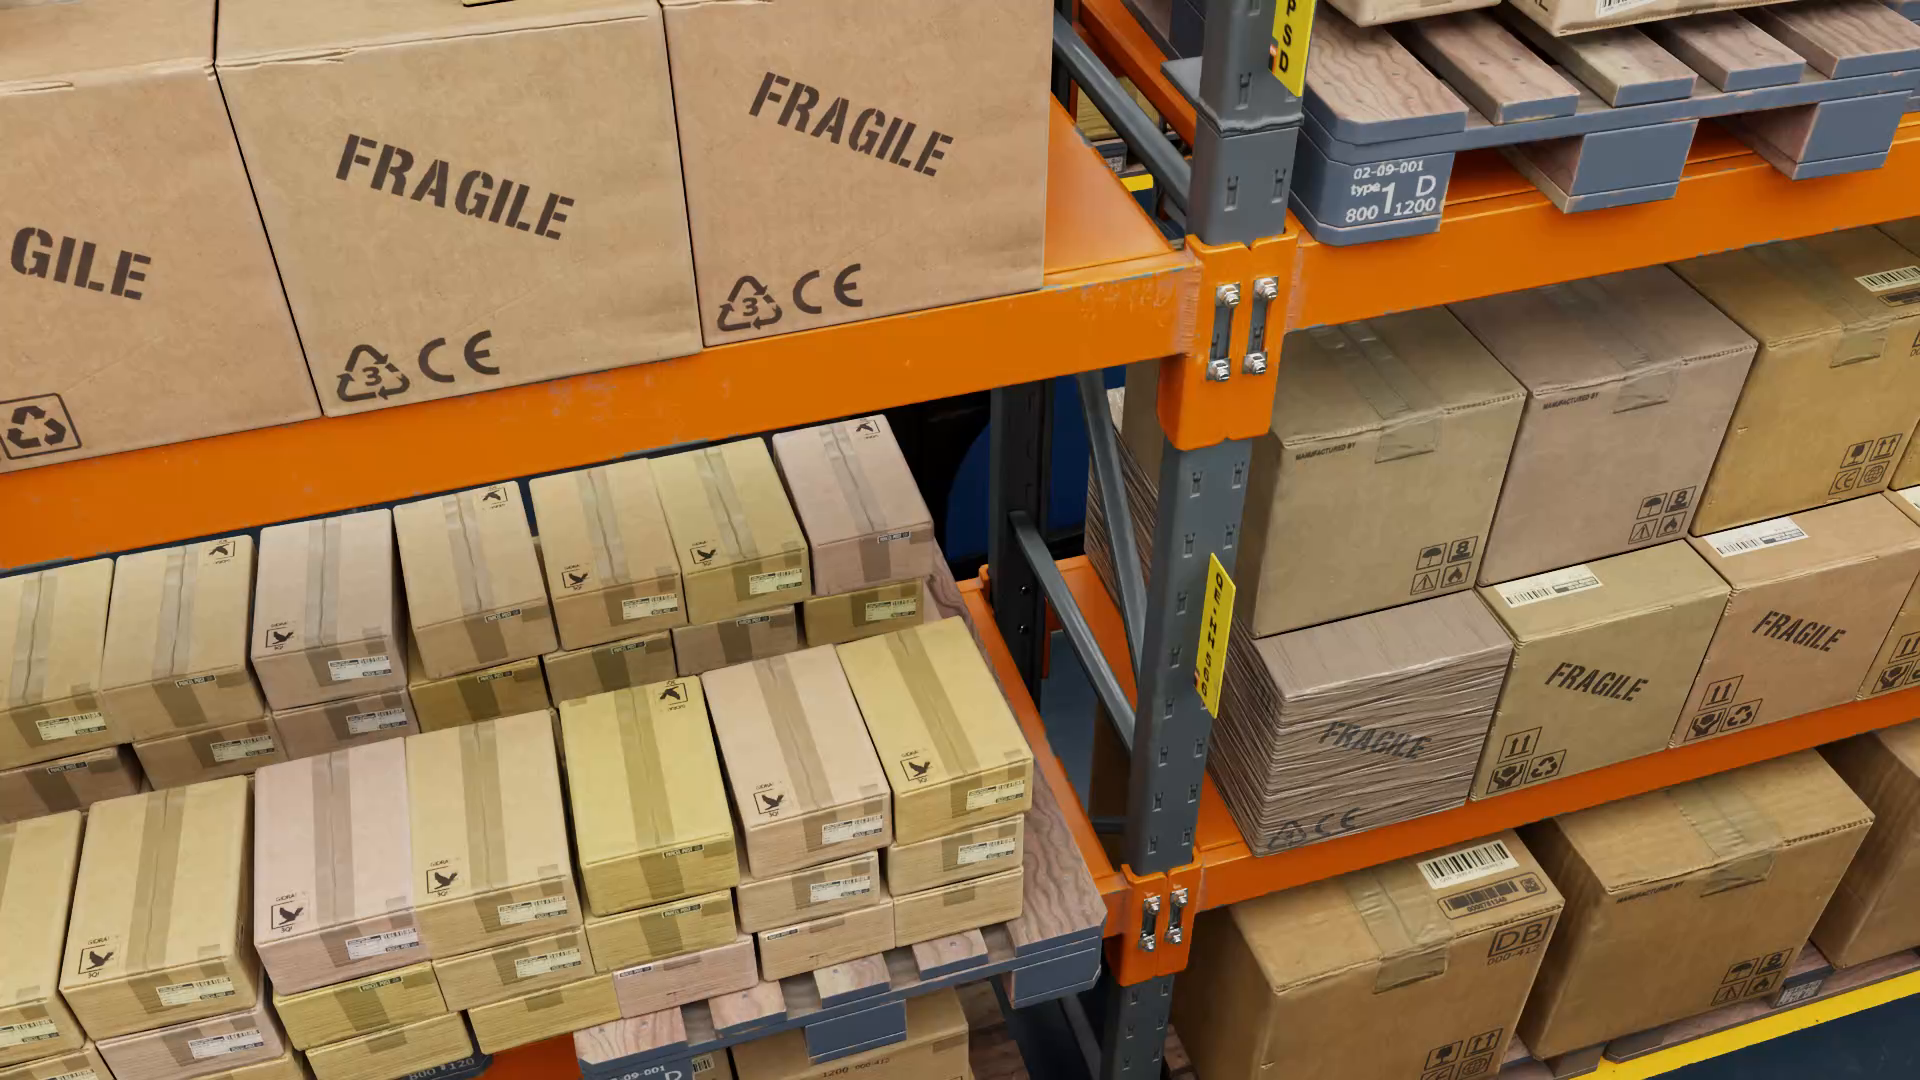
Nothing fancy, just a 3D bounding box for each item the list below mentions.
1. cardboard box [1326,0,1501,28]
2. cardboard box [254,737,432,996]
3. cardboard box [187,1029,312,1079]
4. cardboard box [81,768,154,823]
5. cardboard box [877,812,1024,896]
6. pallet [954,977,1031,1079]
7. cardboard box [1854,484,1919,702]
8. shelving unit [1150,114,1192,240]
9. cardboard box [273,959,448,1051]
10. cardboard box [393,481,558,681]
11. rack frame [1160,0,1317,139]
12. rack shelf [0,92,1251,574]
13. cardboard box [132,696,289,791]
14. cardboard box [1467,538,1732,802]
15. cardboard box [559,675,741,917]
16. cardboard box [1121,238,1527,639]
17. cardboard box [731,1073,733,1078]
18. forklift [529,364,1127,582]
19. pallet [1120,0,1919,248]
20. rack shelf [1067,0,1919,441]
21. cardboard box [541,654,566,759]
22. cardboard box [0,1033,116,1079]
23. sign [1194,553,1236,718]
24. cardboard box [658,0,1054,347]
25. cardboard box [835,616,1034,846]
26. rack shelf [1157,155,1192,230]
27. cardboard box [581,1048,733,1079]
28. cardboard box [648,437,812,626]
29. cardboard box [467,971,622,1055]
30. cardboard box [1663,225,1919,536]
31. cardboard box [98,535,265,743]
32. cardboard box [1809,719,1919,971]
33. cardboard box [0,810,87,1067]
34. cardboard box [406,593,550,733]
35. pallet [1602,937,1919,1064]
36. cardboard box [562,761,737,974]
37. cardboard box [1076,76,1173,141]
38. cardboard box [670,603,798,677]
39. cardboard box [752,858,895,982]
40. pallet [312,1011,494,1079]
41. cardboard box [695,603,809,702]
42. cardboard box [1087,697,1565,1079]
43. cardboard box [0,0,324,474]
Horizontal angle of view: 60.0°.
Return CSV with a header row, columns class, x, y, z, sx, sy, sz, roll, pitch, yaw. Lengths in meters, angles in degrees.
class,x,y,z,sx,sy,sz,roll,pitch,yaw
cardboard box,0.644,-0.957,2.581,0.250,0.149,0.380,-13,43,-15
cardboard box,-1.028,0.536,2.776,0.250,0.149,0.380,-12,42,-13
cardboard box,-1.280,0.812,2.912,0.250,0.149,0.380,-10,42,-12
cardboard box,-1.723,0.452,3.325,0.250,0.149,0.380,-13,43,-14
cardboard box,-0.057,0.448,3.103,0.250,0.149,0.380,-11,42,-12
pallet,-0.469,1.443,4.437,1.213,0.211,1.003,-12,42,-13
cardboard box,2.228,-0.016,3.912,0.500,0.500,0.500,-12,43,-14
shelving unit,0.993,-1.110,5.922,0.503,2.100,0.431,-16,44,-18
cardboard box,-1.038,0.652,2.870,0.250,0.149,0.380,-12,43,-13
cardboard box,-0.965,0.074,3.305,0.250,0.149,0.380,-13,43,-15
rack frame,0.277,-2.019,1.722,0.127,3.000,1.000,-12,42,-13
rack shelf,-1.630,-0.224,2.493,4.000,0.370,1.077,-12,42,-13
cardboard box,-1.472,0.289,3.285,0.250,0.149,0.380,-12,43,-13
cardboard box,1.271,0.181,3.687,0.500,0.500,0.500,-12,43,-13
cardboard box,-0.543,0.437,2.890,0.250,0.149,0.380,-10,42,-12
cardboard box,0.708,-0.257,3.428,0.500,0.500,0.700,-12,43,-13
cardboard box,-0.768,1.417,3.928,0.500,0.500,0.500,-10,42,-11
forklift,-0.668,-0.984,5.148,3.031,2.935,1.130,-16,44,-18
pallet,0.875,-0.979,2.955,1.003,0.211,1.213,-10,42,-11
rack shelf,2.185,-1.014,3.398,4.000,0.370,1.077,-12,42,-13
cardboard box,-0.980,0.299,3.500,0.250,0.149,0.380,-10,42,-11
cardboard box,-1.533,0.755,2.751,0.250,0.149,0.380,-13,43,-14
sign,0.449,0.172,2.953,0.005,0.325,0.100,-12,42,-13
cardboard box,-0.191,-0.655,2.364,0.500,0.500,0.500,-12,42,-13
cardboard box,-0.053,0.337,3.004,0.250,0.149,0.380,-13,43,-15
rack shelf,0.993,-1.100,5.931,0.480,0.518,0.431,-16,44,-18
cardboard box,-0.775,1.147,3.668,0.500,0.250,0.500,-11,42,-12
cardboard box,-0.477,-0.023,3.416,0.250,0.149,0.380,-13,43,-14
cardboard box,-0.777,0.708,3.031,0.250,0.149,0.380,-12,43,-14
cardboard box,1.679,-0.460,3.661,0.500,0.500,0.700,-12,43,-14
cardboard box,-1.475,0.183,3.181,0.250,0.149,0.380,-10,42,-12
cardboard box,2.606,0.506,4.782,0.750,0.750,1.050,-12,42,-13
cardboard box,-1.535,0.642,2.655,0.250,0.149,0.380,-10,42,-12
cardboard box,-0.996,0.194,3.394,0.250,0.149,0.380,-12,42,-13
pallet,2.213,0.943,5.011,1.213,0.211,1.003,-12,42,-13
cardboard box,-0.562,0.555,2.980,0.250,0.149,0.380,-11,42,-12
cardboard box,0.662,-2.418,8.416,0.625,0.372,0.950,-10,42,-12
cardboard box,-0.502,0.089,3.514,0.250,0.149,0.380,-10,42,-11
cardboard box,-0.293,0.610,3.144,0.250,0.149,0.380,-12,43,-13
pallet,-1.599,0.729,3.282,1.213,0.211,1.003,-12,42,-13
cardboard box,-0.466,0.191,3.623,0.250,0.149,0.380,-10,42,-11
cardboard box,0.885,0.865,4.371,0.750,0.750,1.050,-12,43,-14
cardboard box,-1.142,-0.452,2.132,0.500,0.500,0.500,-12,42,-13
